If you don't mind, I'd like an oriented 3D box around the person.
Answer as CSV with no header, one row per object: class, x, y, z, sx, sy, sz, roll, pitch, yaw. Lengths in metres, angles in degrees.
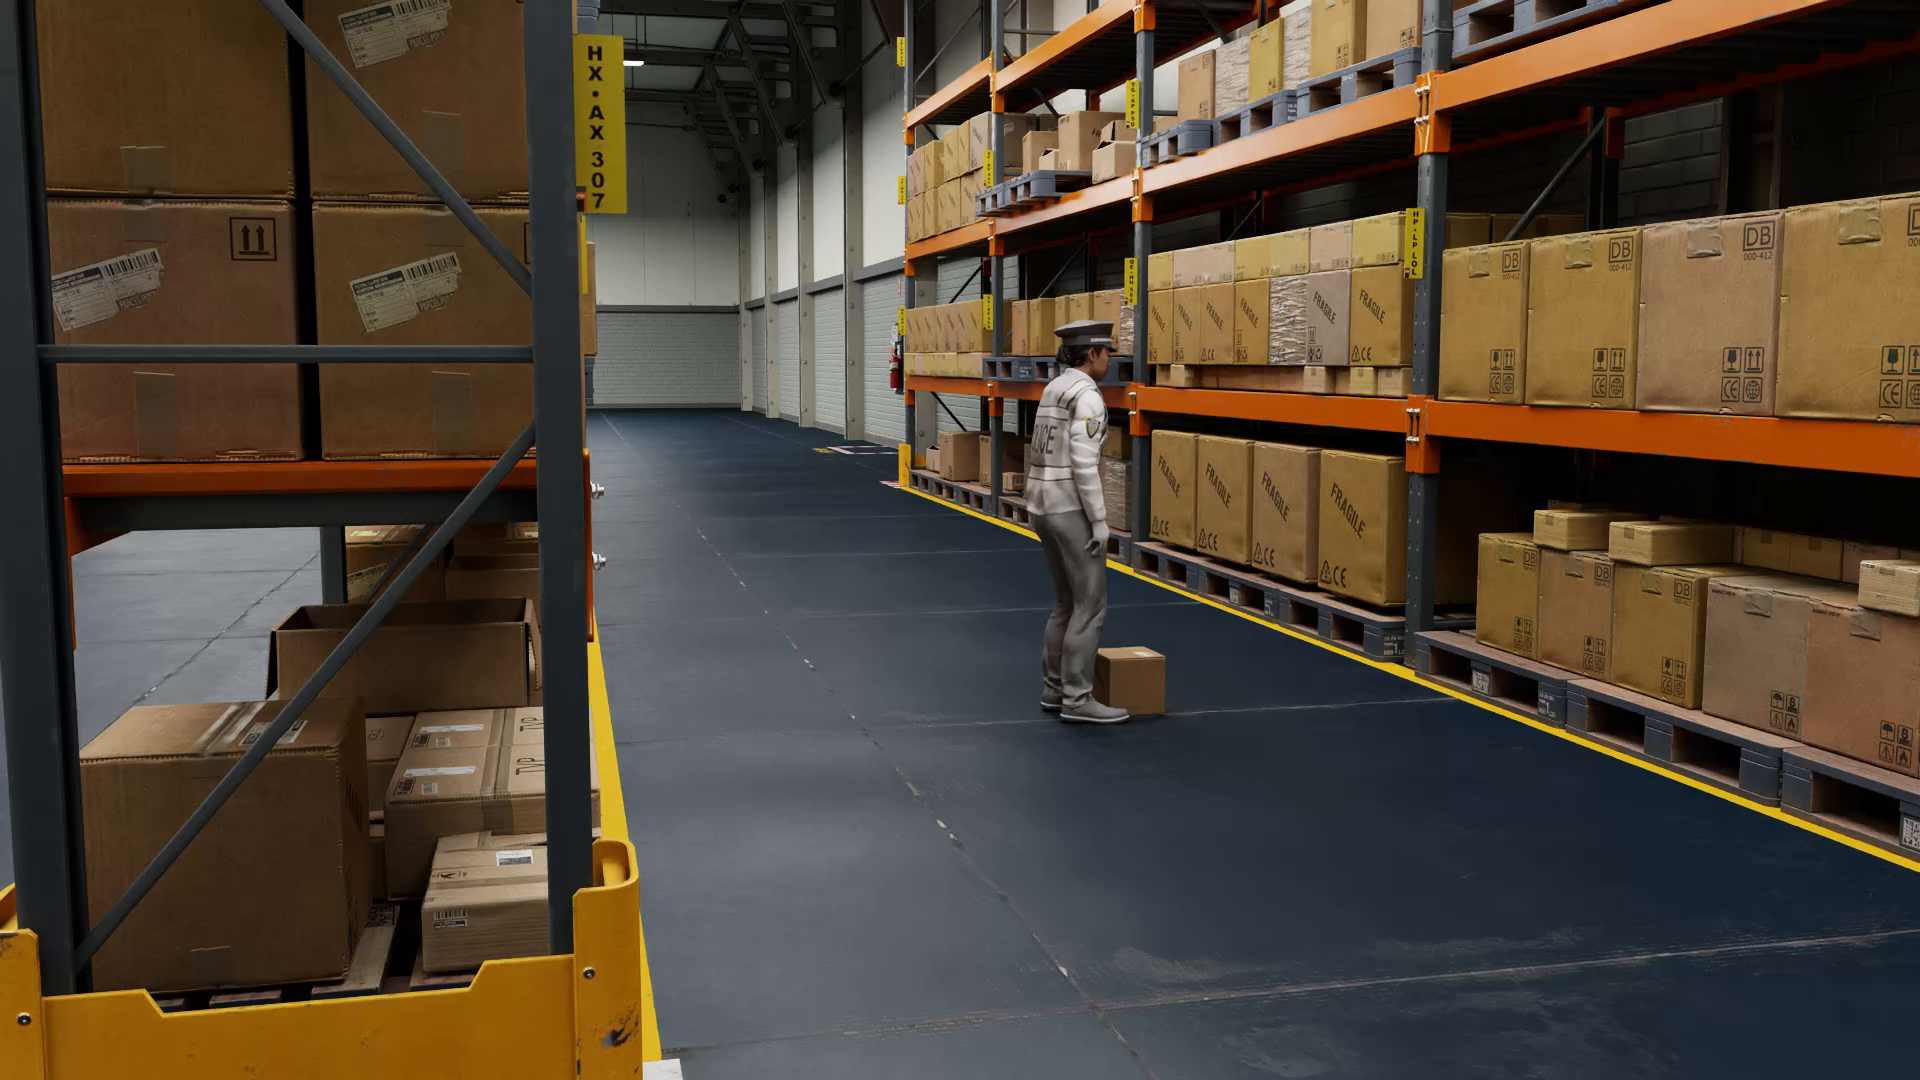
person,0.481,-0.088,6.984,0.374,1.661,0.534,-2,7,-17
